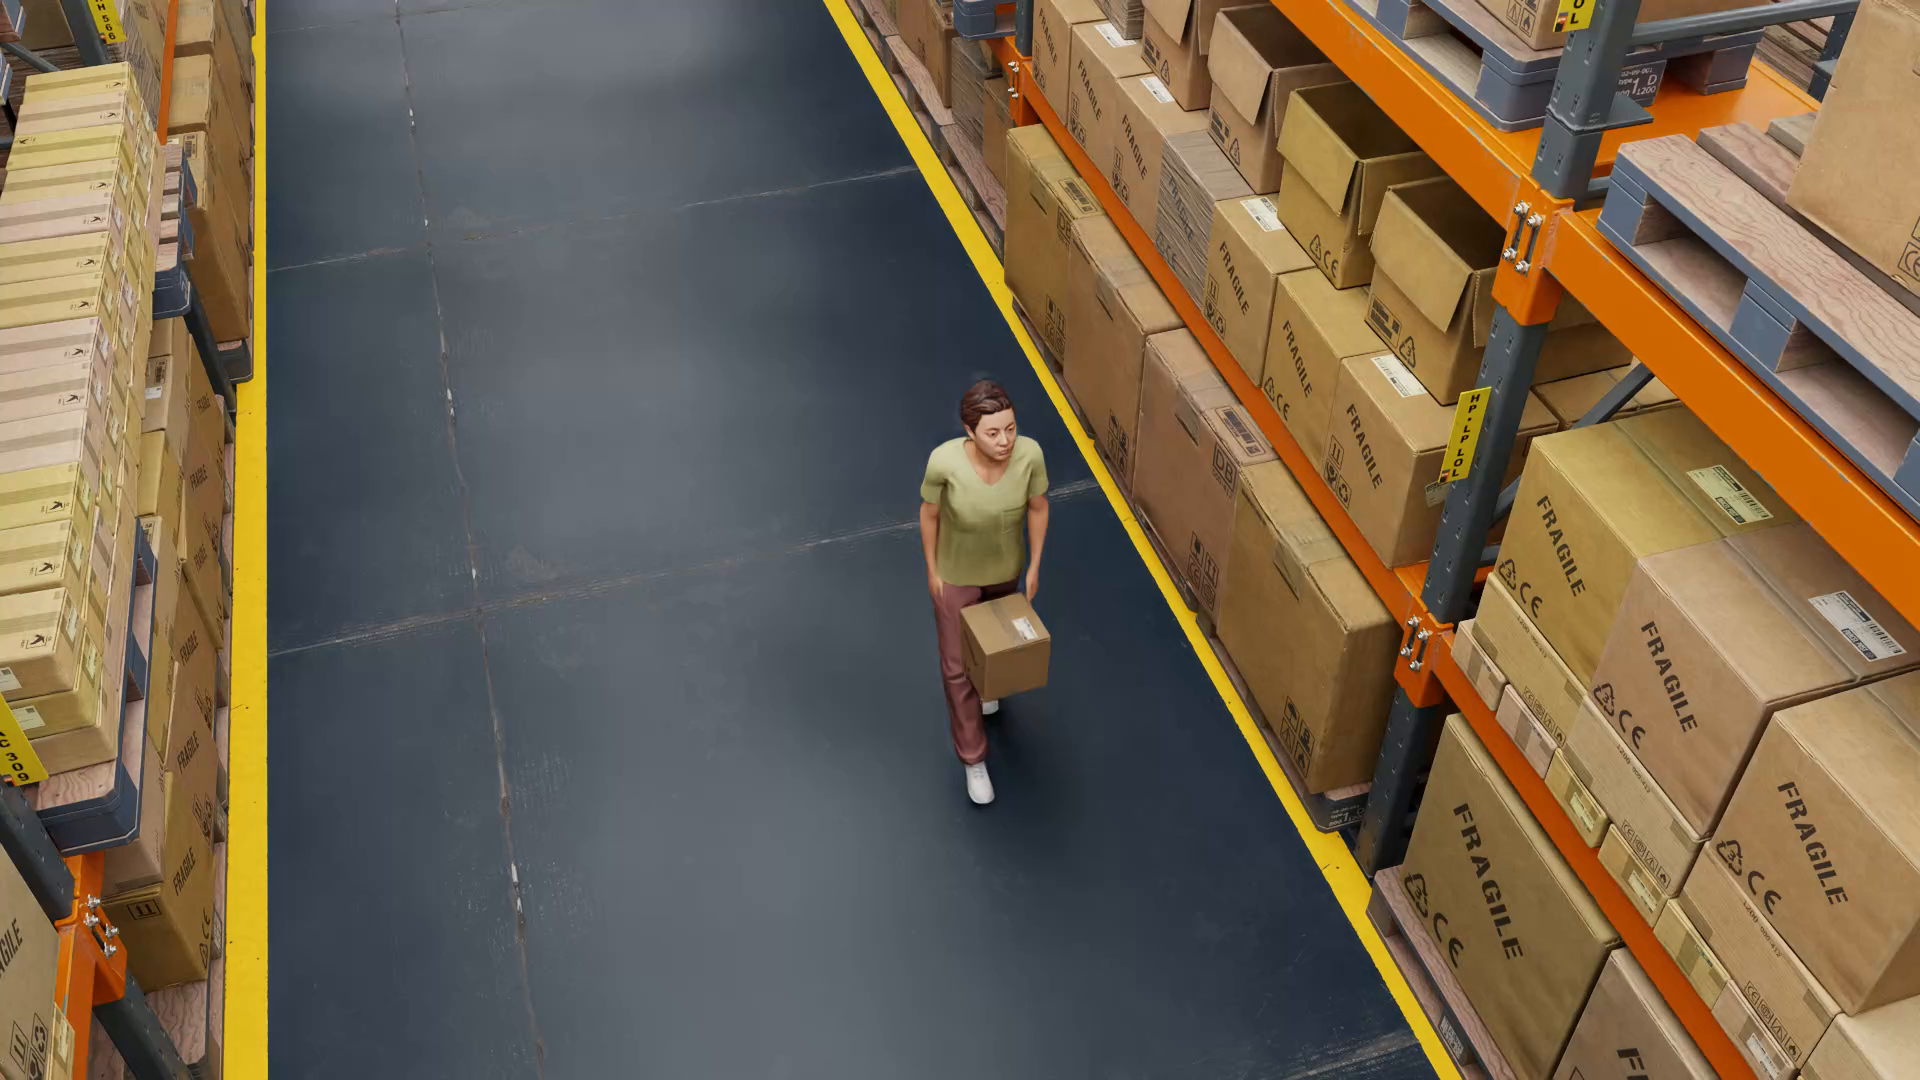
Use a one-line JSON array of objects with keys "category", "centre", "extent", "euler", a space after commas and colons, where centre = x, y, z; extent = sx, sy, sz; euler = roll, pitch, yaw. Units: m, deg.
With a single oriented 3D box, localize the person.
[{"category": "person", "centre": [0.118, 0.148, 5.988], "extent": [0.464, 1.654, 0.748], "euler": [-12, 44, -13]}]
